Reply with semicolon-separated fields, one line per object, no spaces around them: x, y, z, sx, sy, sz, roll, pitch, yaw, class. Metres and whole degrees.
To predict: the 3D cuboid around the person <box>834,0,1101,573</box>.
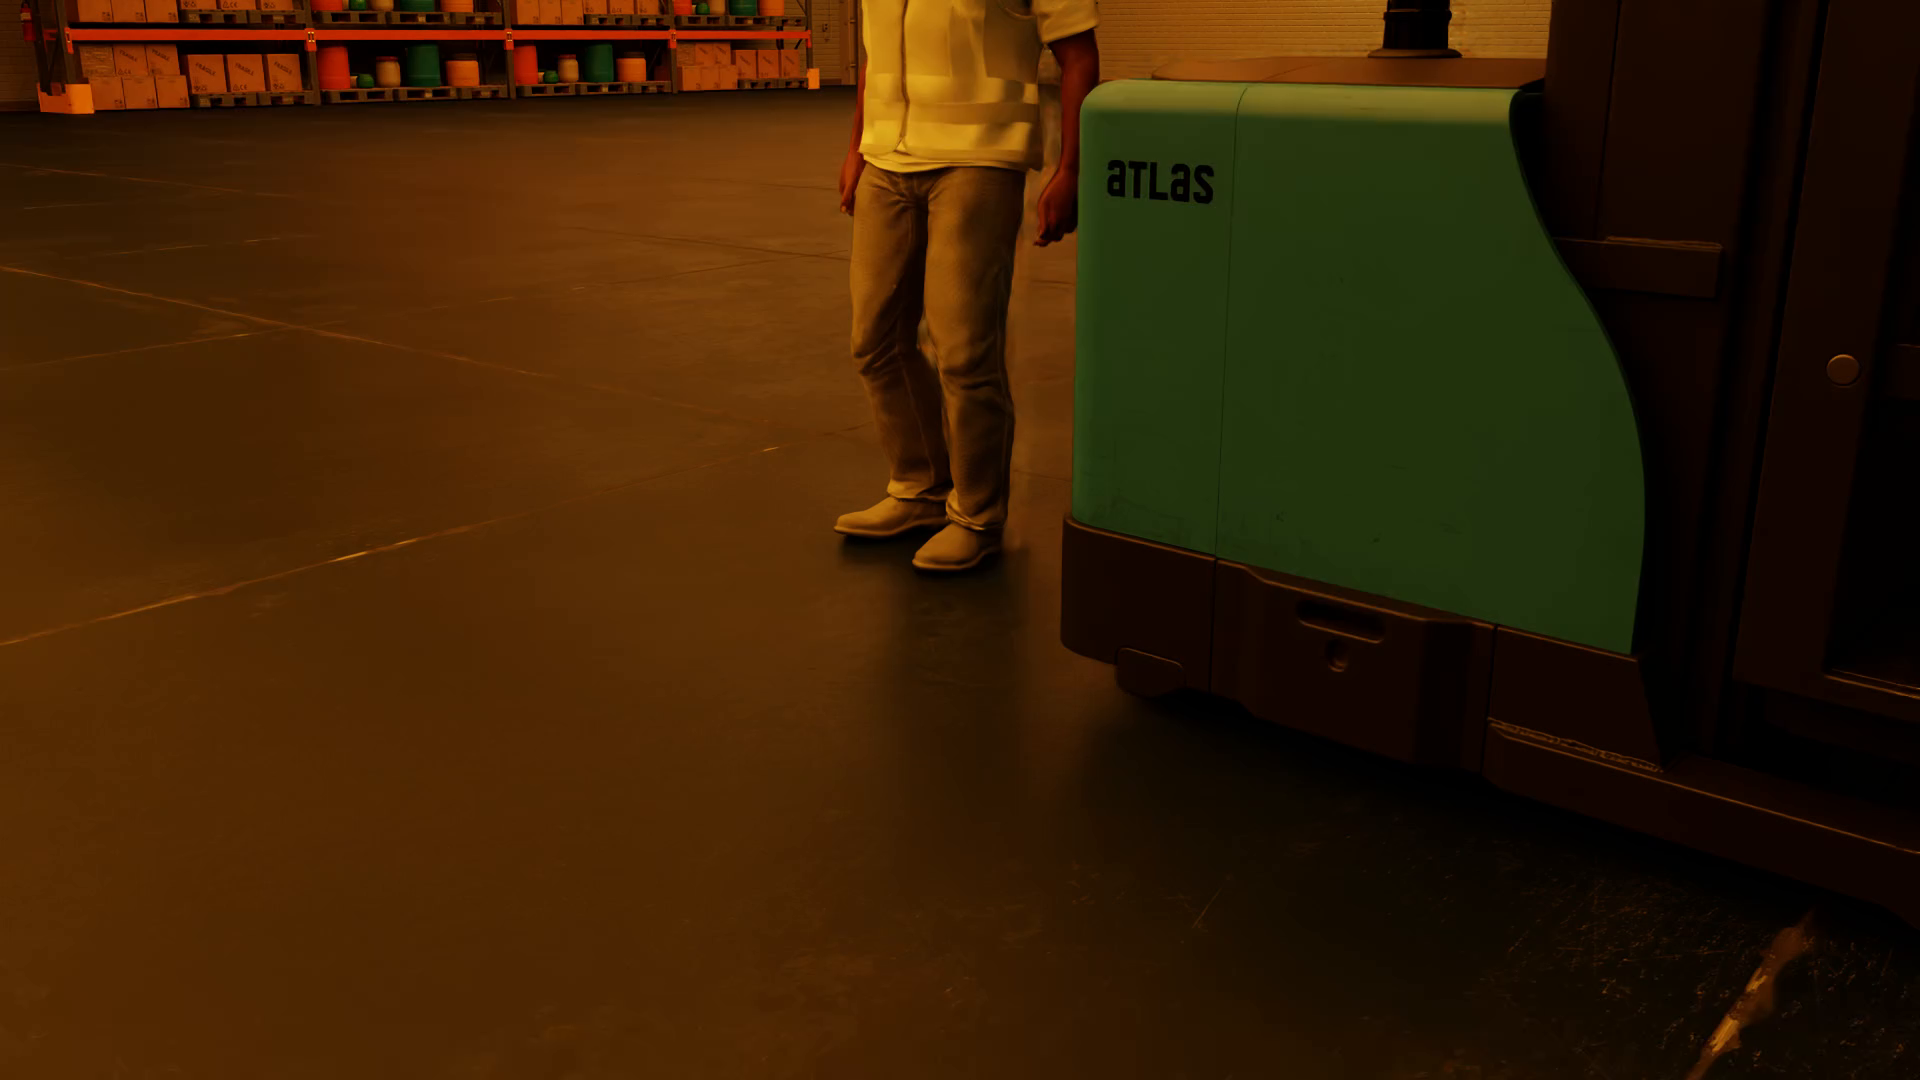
-0.052;-0.812;3.643;0.654;1.751;0.425;14;22;39;person

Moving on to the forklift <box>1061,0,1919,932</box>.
1.620;-0.964;2.072;3.031;2.935;1.130;15;22;40;forklift
